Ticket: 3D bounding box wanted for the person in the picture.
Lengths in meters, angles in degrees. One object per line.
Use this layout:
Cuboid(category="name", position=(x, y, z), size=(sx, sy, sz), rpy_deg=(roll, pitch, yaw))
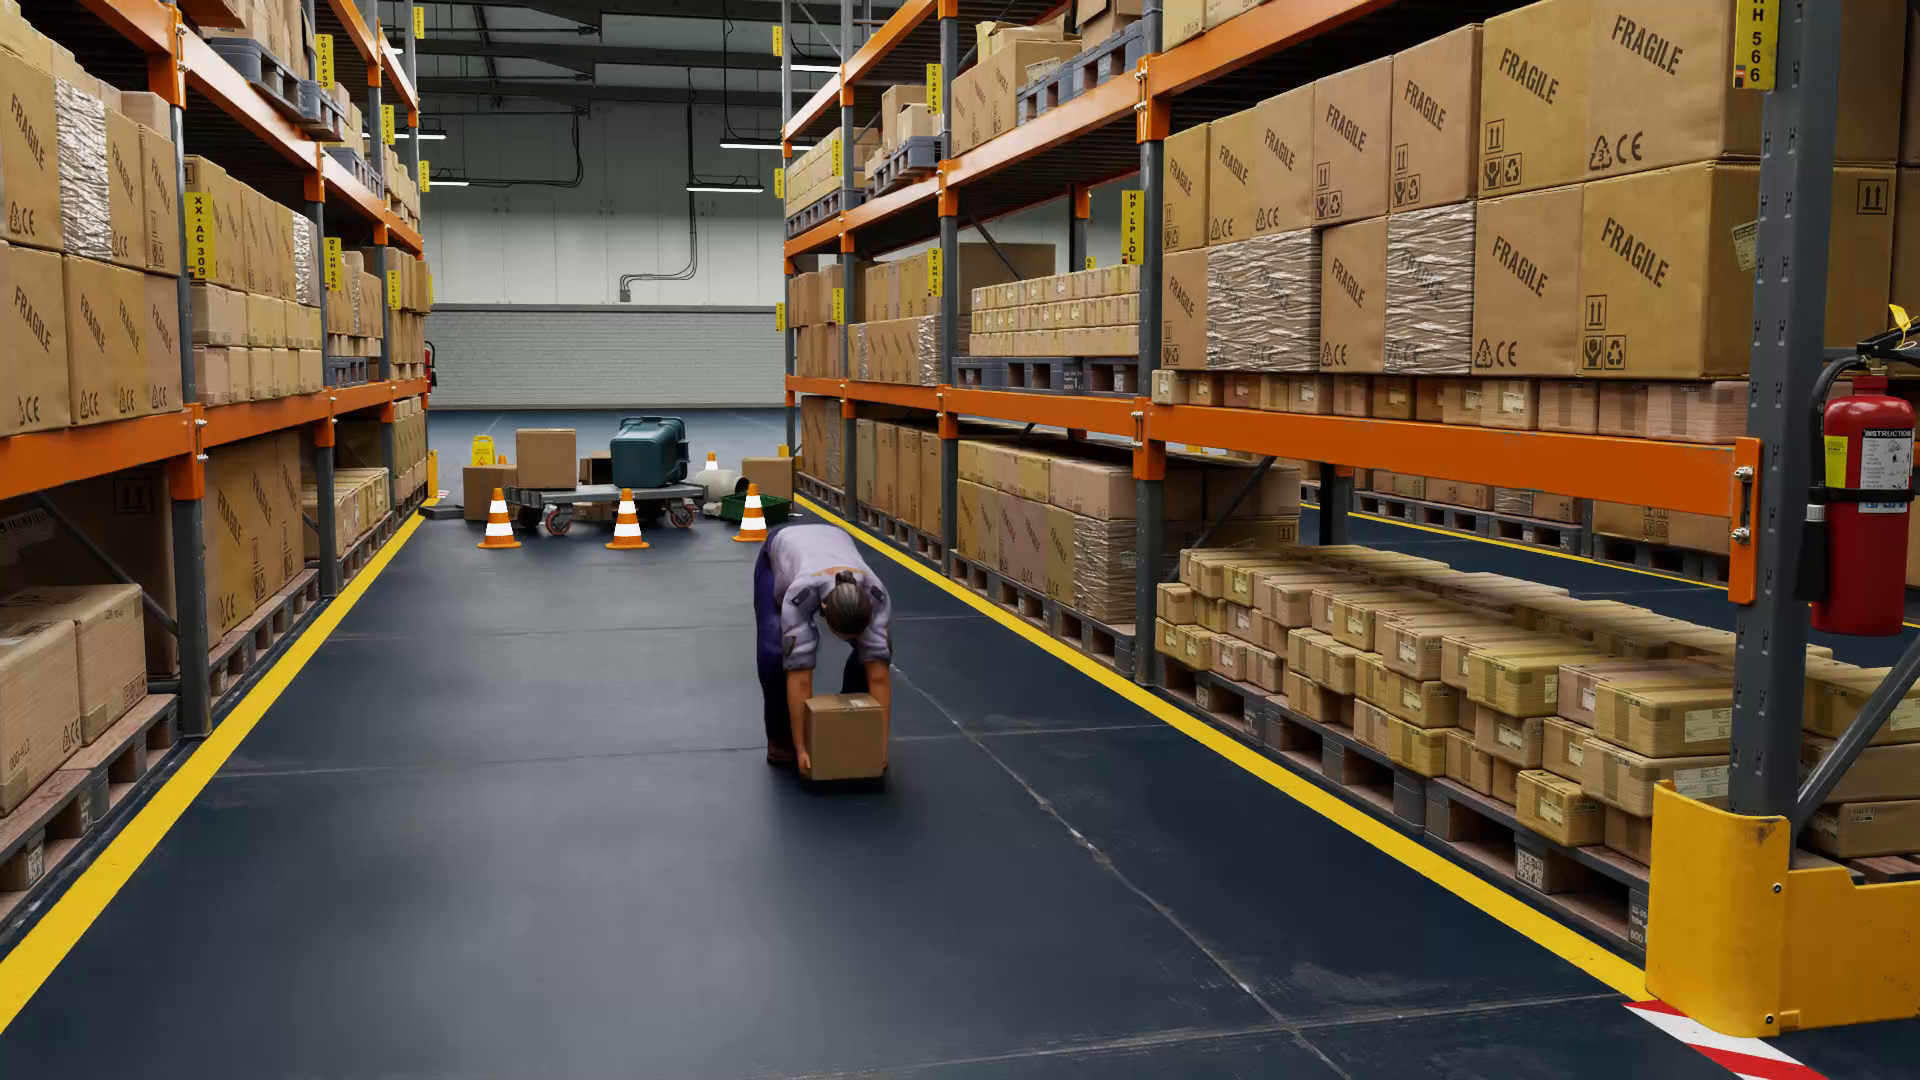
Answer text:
Cuboid(category="person", position=(-0.496, 0.401, 6.120), size=(0.502, 0.881, 0.898), rpy_deg=(-2, 7, -16))
